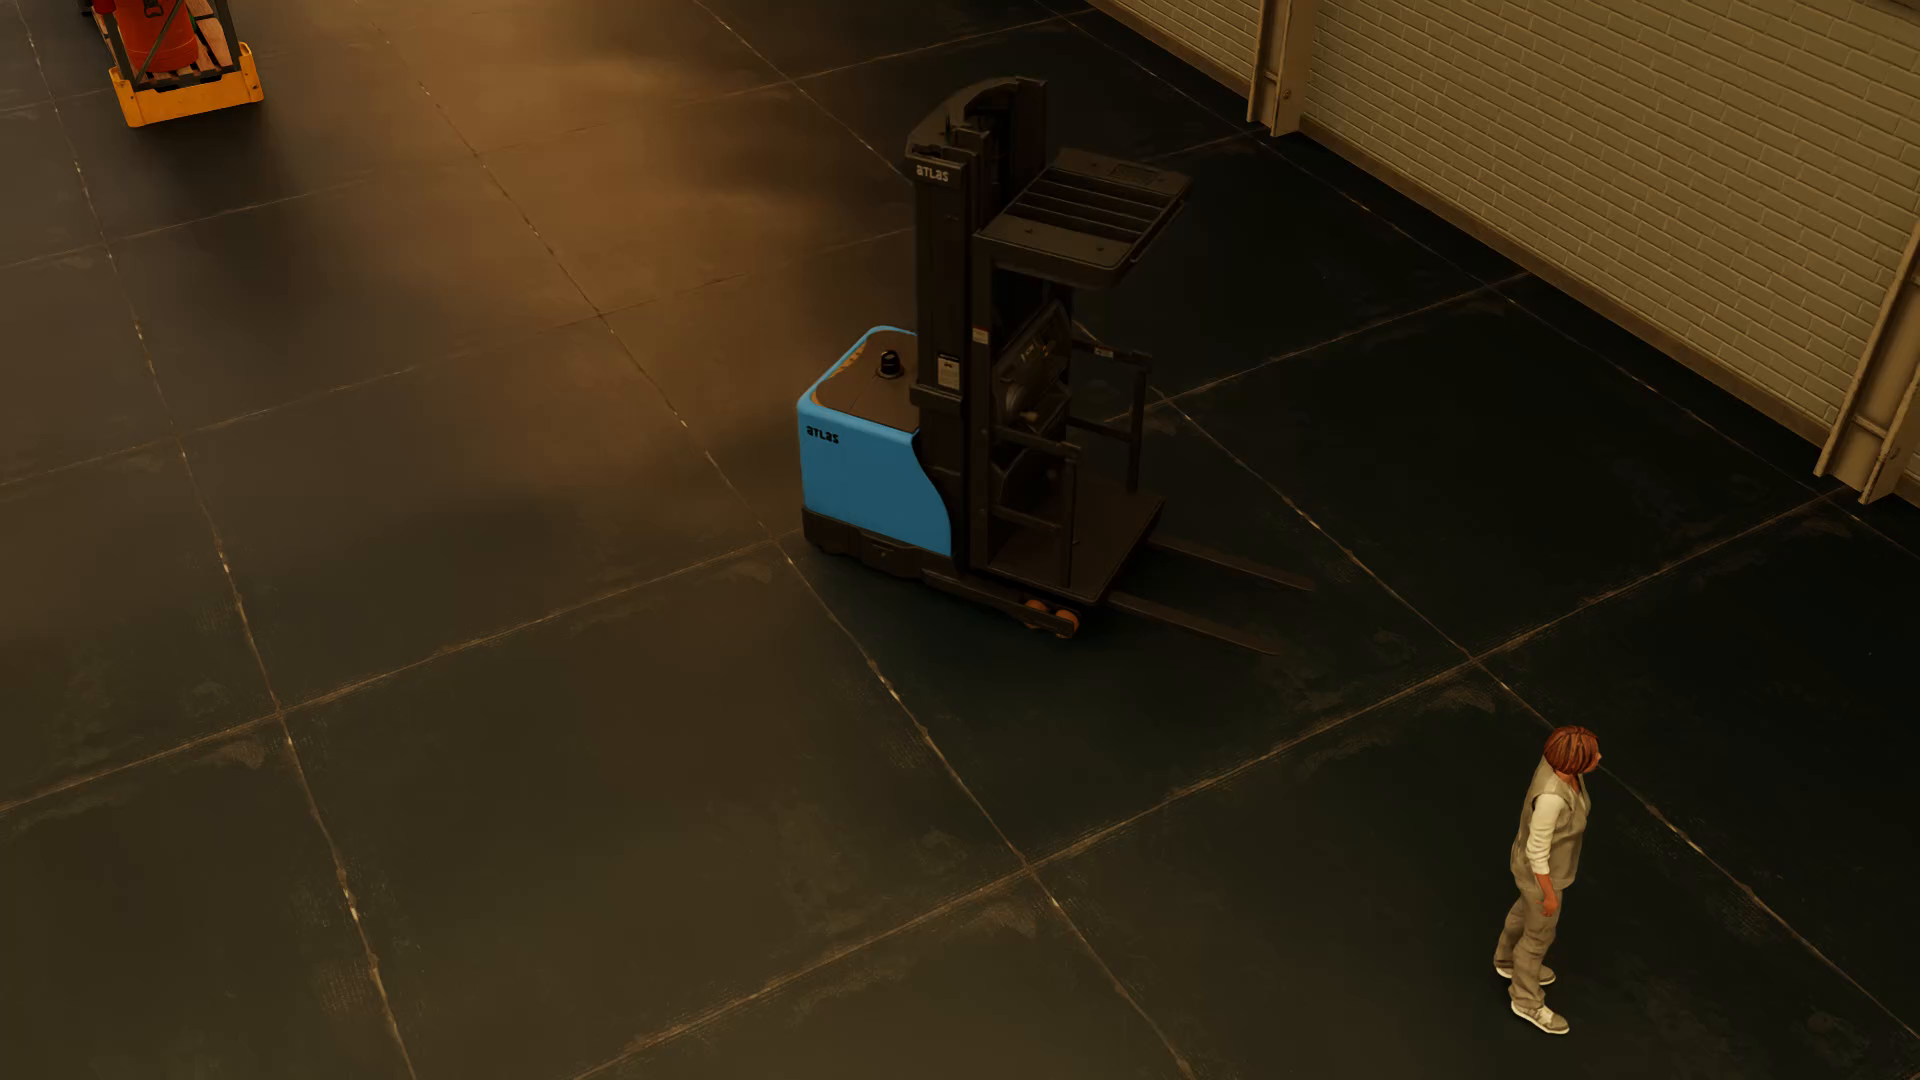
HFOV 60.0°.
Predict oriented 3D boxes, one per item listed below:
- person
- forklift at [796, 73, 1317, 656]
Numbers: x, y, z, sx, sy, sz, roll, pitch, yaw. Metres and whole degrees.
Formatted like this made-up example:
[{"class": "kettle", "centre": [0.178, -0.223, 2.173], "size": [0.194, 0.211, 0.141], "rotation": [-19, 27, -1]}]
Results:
[{"class": "person", "centre": [2.648, 1.461, 7.322], "size": [0.471, 1.585, 0.517], "rotation": [15, 42, 17]}, {"class": "forklift", "centre": [0.581, -0.946, 9.177], "size": [3.031, 2.935, 1.130], "rotation": [18, 43, 21]}]
